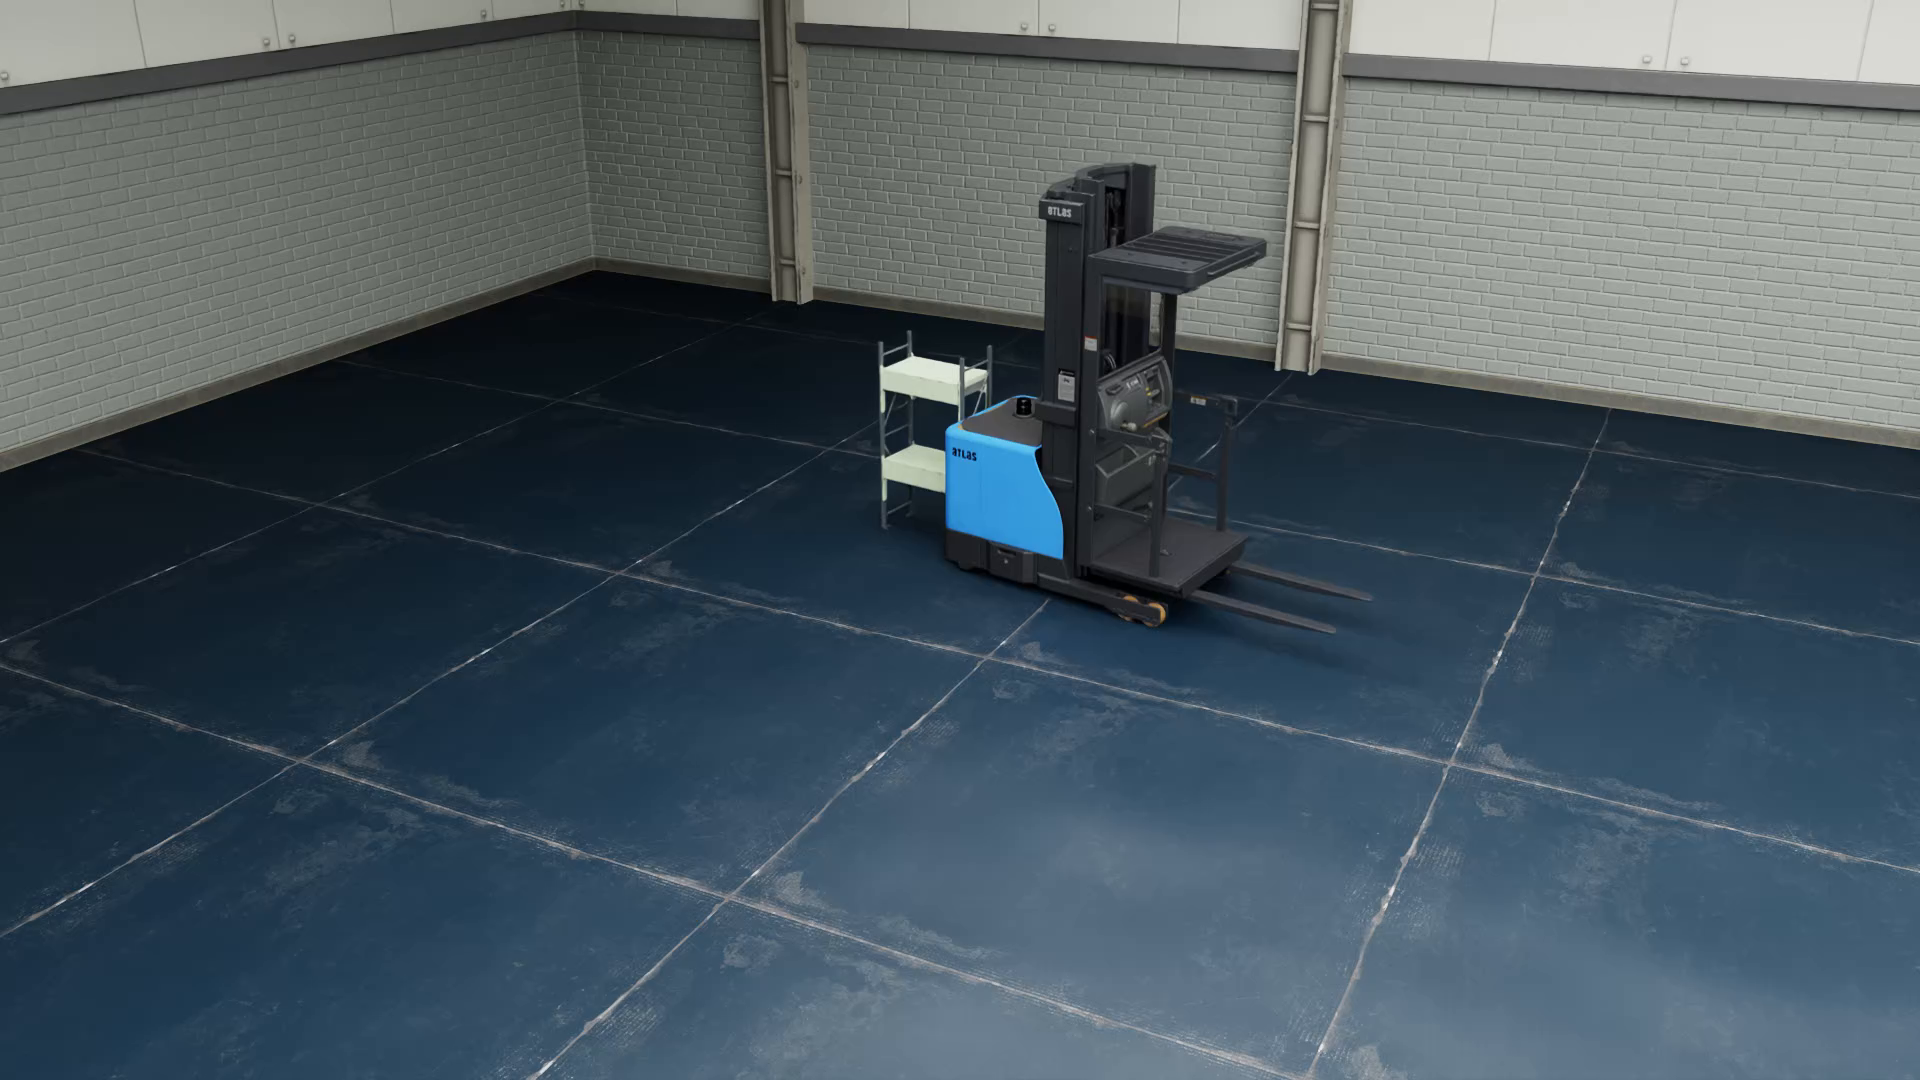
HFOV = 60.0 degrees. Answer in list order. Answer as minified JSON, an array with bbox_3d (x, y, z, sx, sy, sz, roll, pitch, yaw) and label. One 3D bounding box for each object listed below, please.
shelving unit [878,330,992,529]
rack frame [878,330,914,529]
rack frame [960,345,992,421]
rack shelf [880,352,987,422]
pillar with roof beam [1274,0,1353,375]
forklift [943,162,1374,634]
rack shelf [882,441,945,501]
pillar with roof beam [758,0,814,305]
[{"bbox_3d":[-0.185,-0.764,12.631,0.755,1.500,0.431,15,27,31],"label":"shelving unit"},{"bbox_3d":[-0.489,-0.845,12.820,0.023,1.500,0.400,15,27,31],"label":"rack frame"},{"bbox_3d":[0.118,-0.684,12.442,0.023,1.500,0.400,15,27,31],"label":"rack frame"},{"bbox_3d":[-0.185,-1.124,12.478,0.720,0.370,0.431,15,27,31],"label":"rack shelf"},{"bbox_3d":[1.474,-4.370,11.528,0.400,9.000,9.100,11,25,25],"label":"pillar with roof beam"},{"bbox_3d":[1.377,-0.989,11.330,3.031,2.935,1.130,15,27,32],"label":"forklift"},{"bbox_3d":[-0.185,-0.464,12.759,0.720,0.370,0.431,15,27,31],"label":"rack shelf"},{"bbox_3d":[-3.880,-5.430,14.019,0.400,9.000,9.100,11,25,25],"label":"pillar with roof beam"}]
